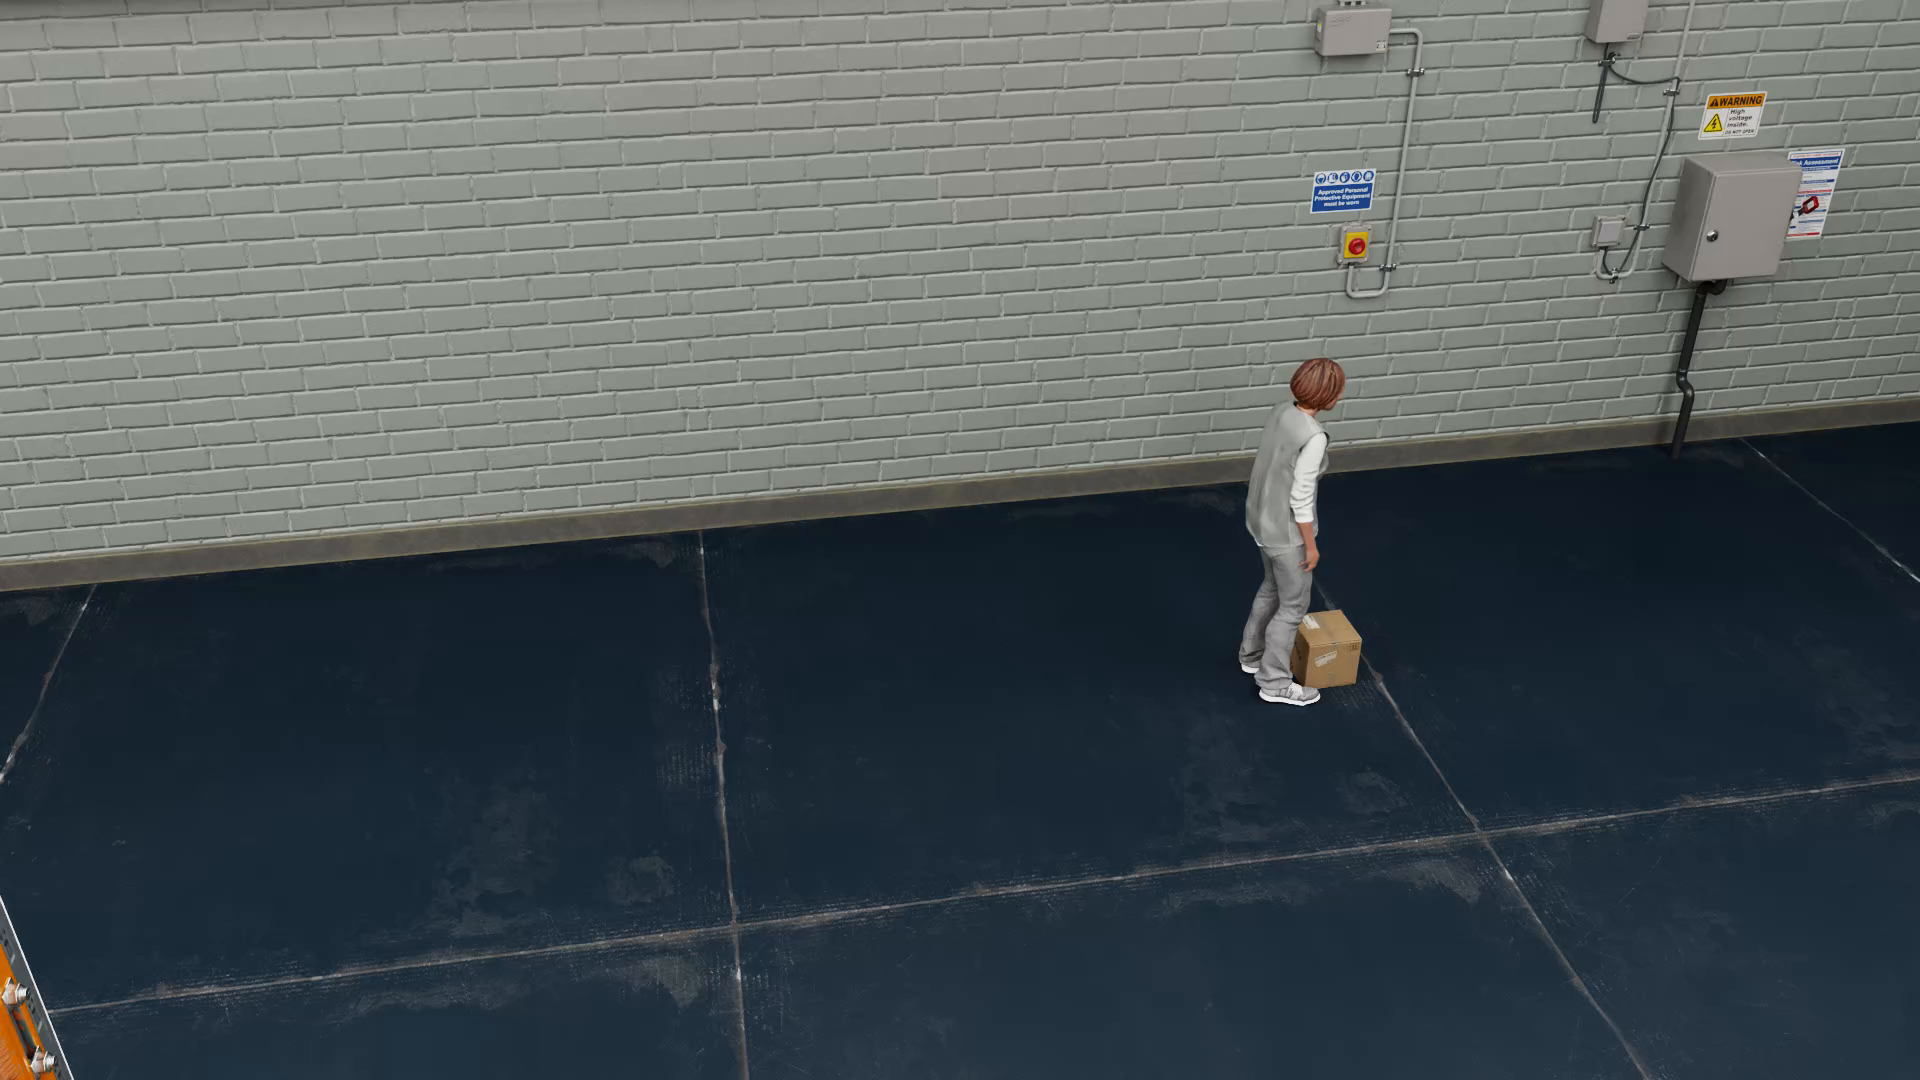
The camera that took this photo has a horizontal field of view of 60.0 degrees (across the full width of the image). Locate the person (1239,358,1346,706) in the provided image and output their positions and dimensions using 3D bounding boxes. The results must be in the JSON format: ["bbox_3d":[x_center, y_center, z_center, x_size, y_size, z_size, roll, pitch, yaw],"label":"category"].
[{"bbox_3d":[1.425,-0.045,7.217,0.348,1.593,0.465,-6,32,-9],"label":"person"}]
